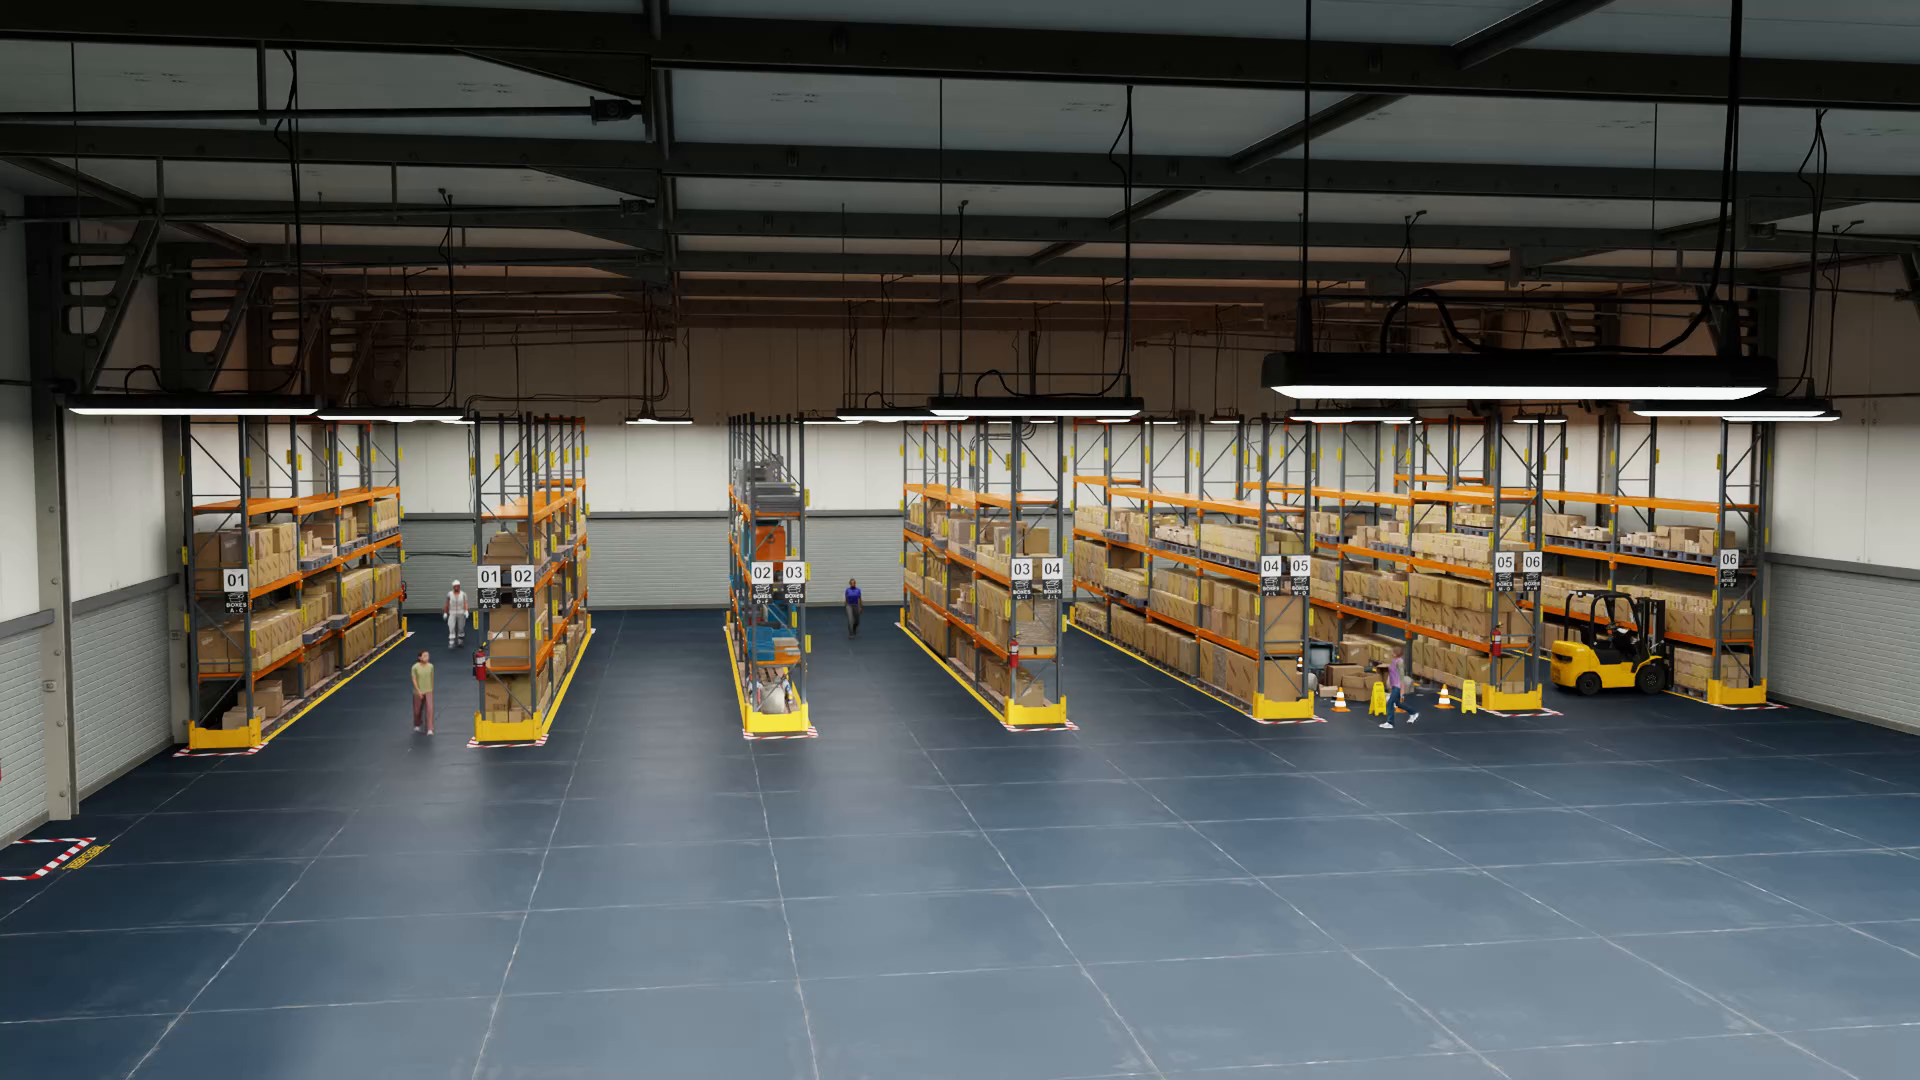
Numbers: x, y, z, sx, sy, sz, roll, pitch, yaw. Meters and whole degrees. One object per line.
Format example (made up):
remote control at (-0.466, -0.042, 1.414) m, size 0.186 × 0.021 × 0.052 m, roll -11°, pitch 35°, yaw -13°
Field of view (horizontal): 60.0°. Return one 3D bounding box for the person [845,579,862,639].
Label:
person at (-2.896, 1.839, 45.065) m, size 0.455 × 1.610 × 0.863 m, roll -1°, pitch 4°, yaw -11°

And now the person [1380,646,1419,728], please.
person at (8.359, 2.781, 31.550) m, size 0.847 × 1.560 × 0.416 m, roll -1°, pitch 4°, yaw -9°

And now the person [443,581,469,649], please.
person at (-13.012, 1.908, 42.898) m, size 0.647 × 1.721 × 1.050 m, roll -1°, pitch 4°, yaw -14°

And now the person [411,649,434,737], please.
person at (-9.932, 2.818, 30.792) m, size 0.426 × 1.587 × 1.094 m, roll -2°, pitch 4°, yaw -27°
